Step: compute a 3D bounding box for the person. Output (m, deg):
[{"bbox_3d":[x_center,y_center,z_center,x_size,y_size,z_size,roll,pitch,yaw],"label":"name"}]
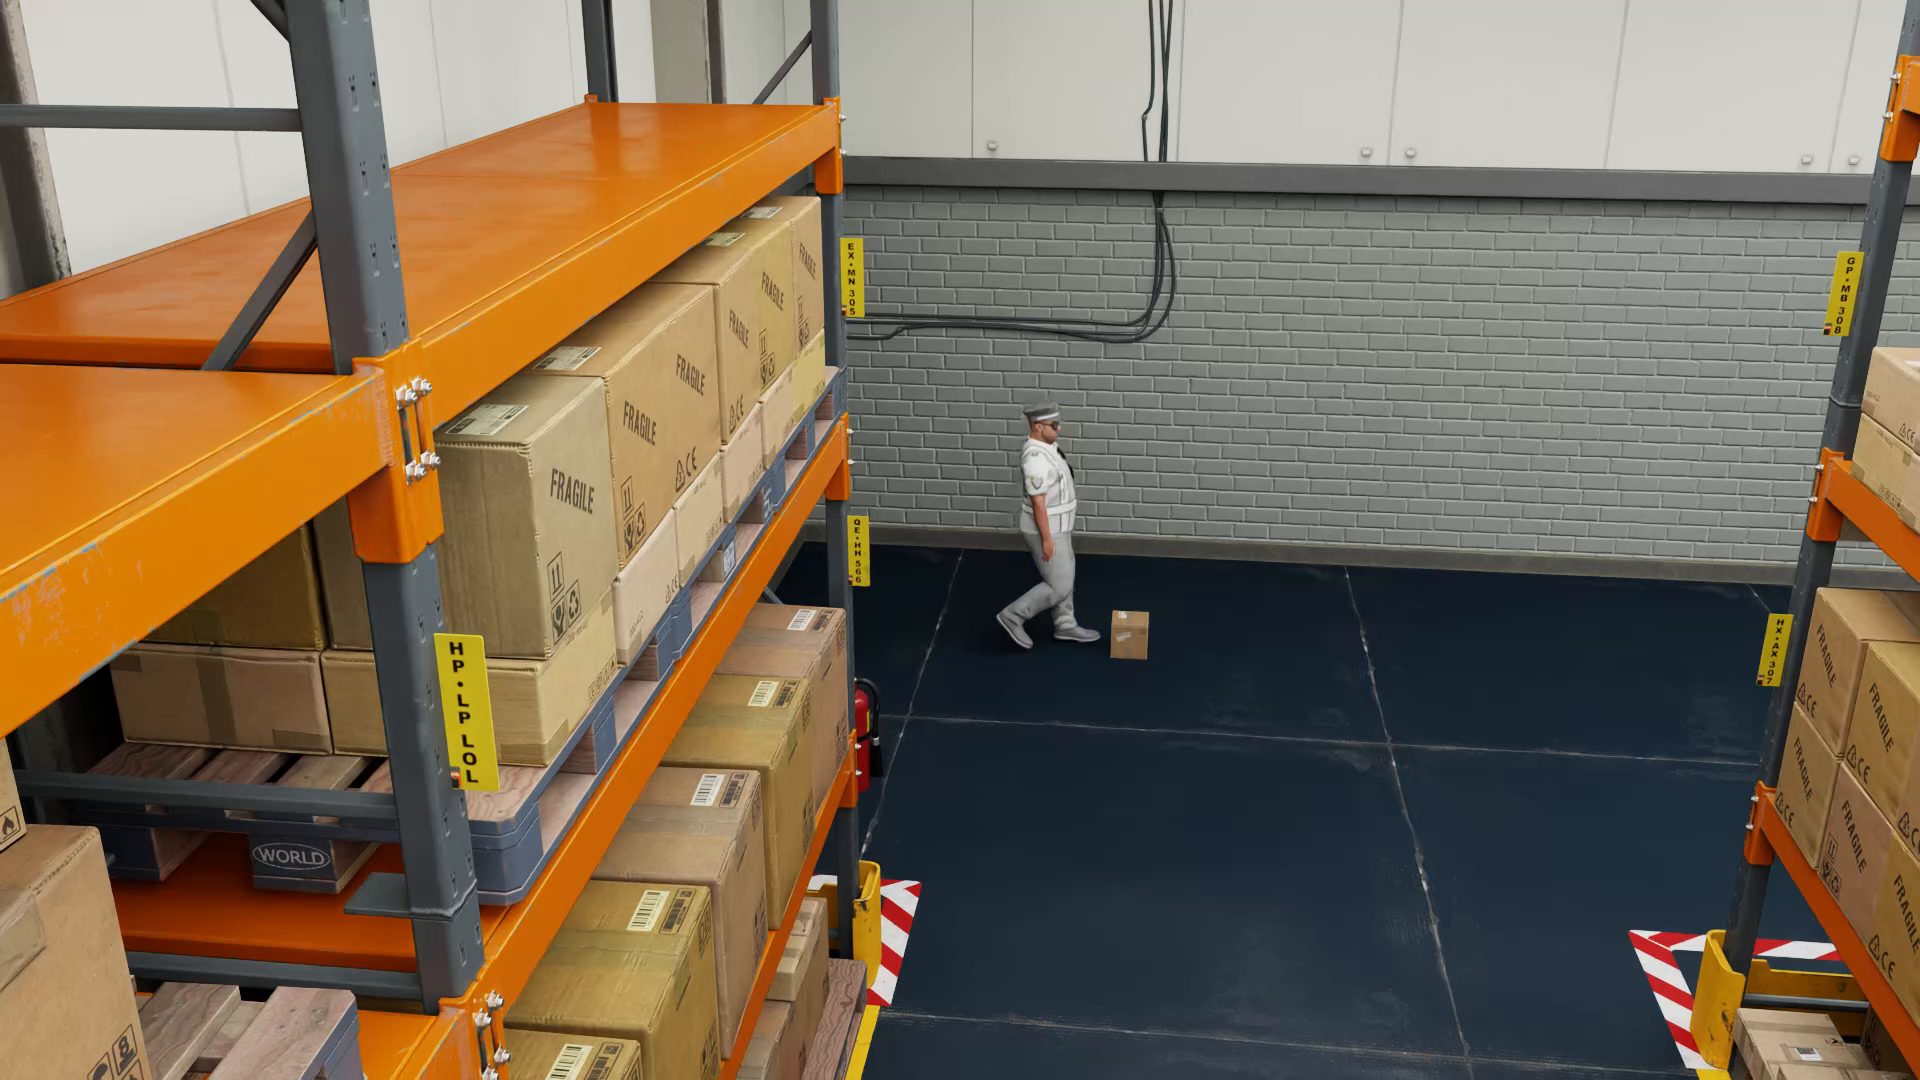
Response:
[{"bbox_3d":[0.615,-0.091,11.277,0.718,1.749,0.559,2,21,5],"label":"person"}]
